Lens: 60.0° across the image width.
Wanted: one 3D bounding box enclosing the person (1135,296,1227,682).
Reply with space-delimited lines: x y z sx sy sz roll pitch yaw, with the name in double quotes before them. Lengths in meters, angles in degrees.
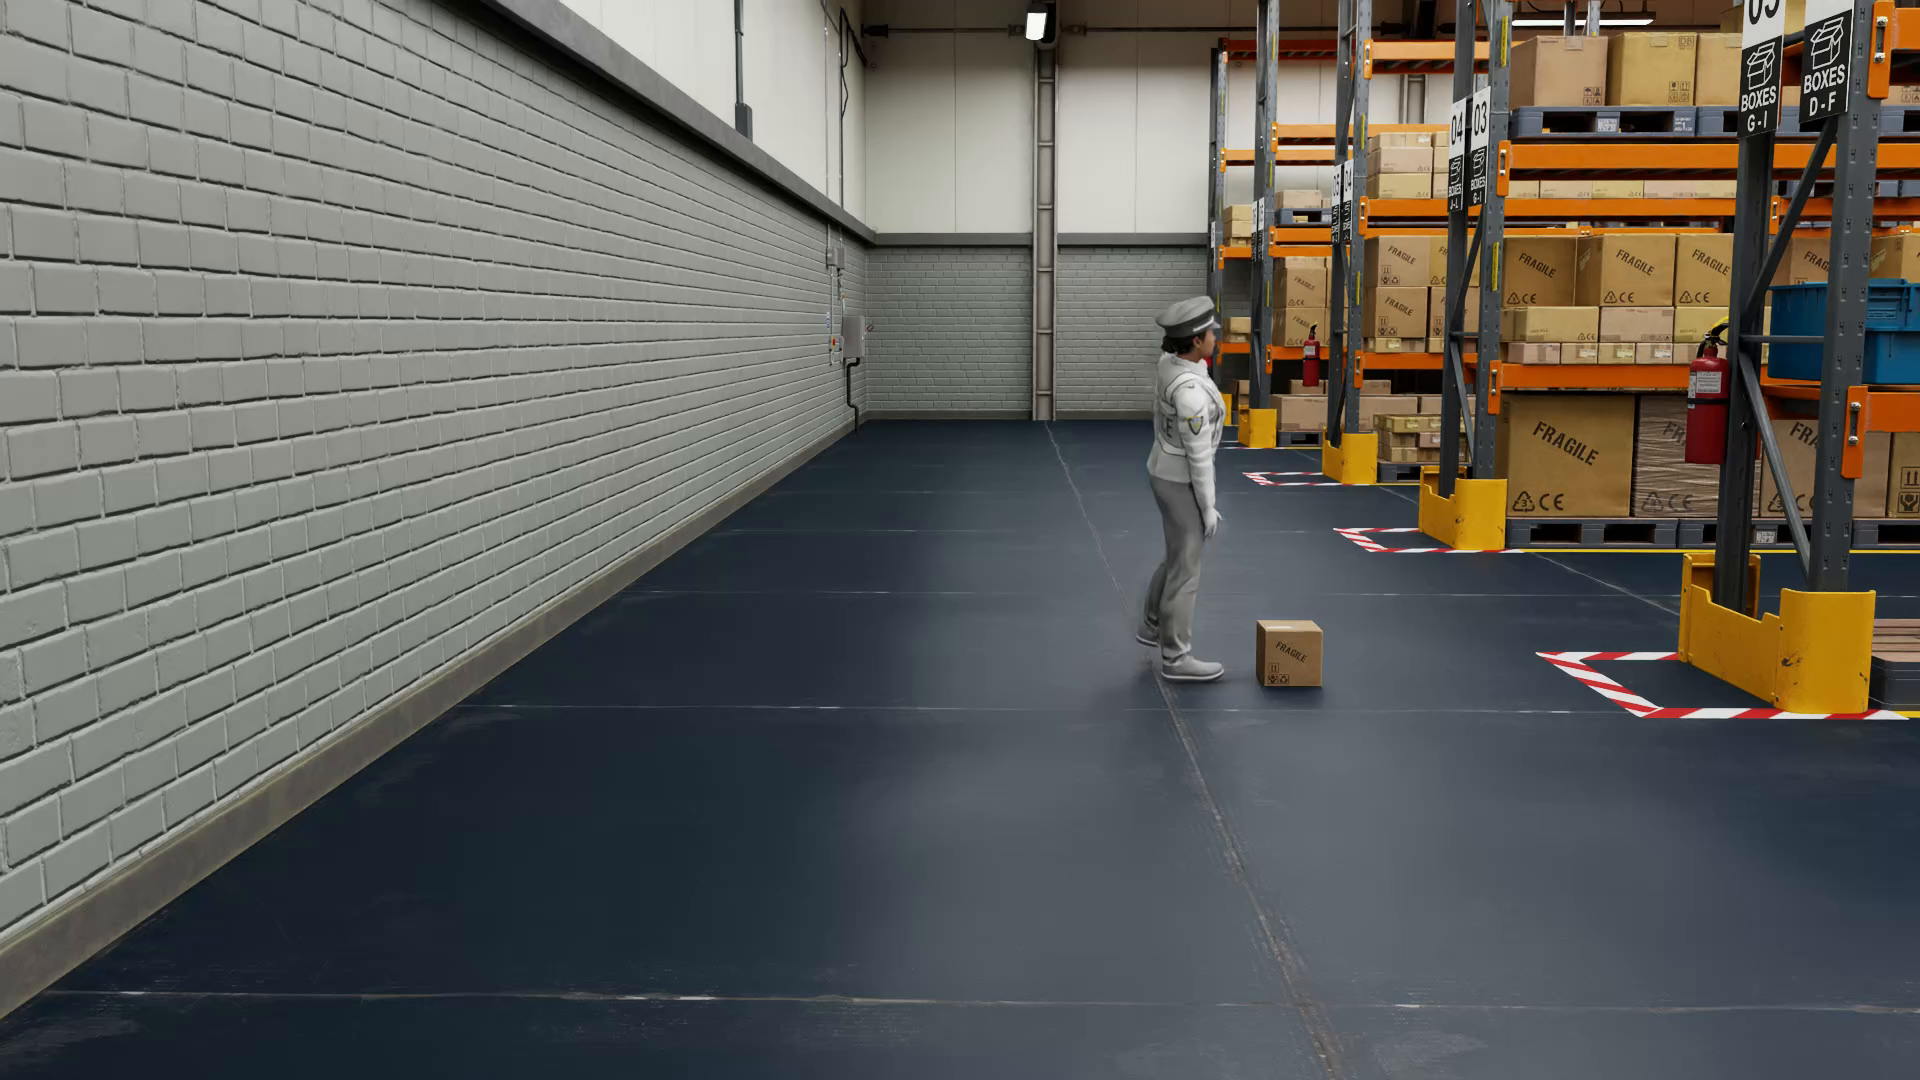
"person" 0.989 -0.226 7.347 0.373 1.678 0.753 0 7 2
